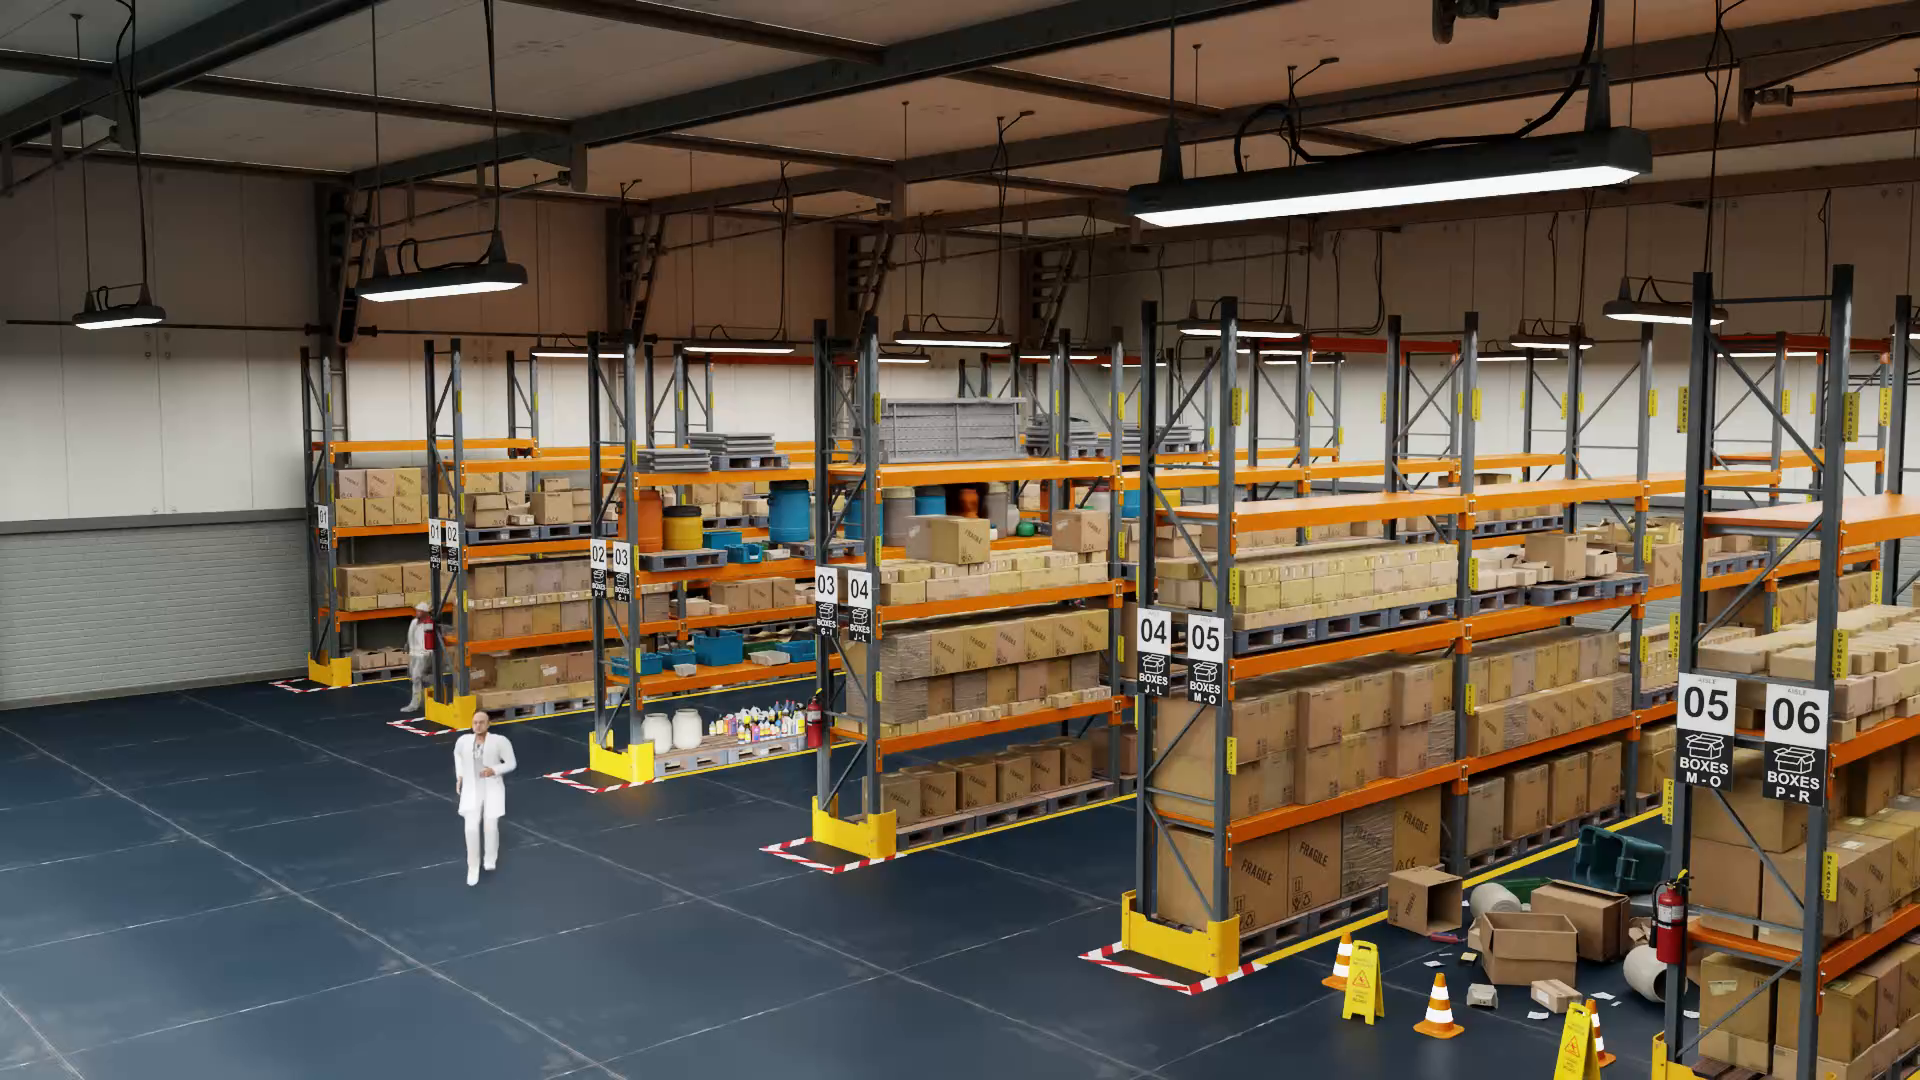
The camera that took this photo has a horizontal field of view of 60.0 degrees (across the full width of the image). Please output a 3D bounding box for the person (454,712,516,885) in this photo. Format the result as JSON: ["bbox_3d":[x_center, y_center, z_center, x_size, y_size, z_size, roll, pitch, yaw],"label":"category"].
[{"bbox_3d":[-5.062,2.728,17.716,0.679,1.829,0.798,-1,5,-8],"label":"person"}]

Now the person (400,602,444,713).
[{"bbox_3d":[-8.773,1.896,27.187,0.727,1.773,0.880,3,6,32],"label":"person"}]
